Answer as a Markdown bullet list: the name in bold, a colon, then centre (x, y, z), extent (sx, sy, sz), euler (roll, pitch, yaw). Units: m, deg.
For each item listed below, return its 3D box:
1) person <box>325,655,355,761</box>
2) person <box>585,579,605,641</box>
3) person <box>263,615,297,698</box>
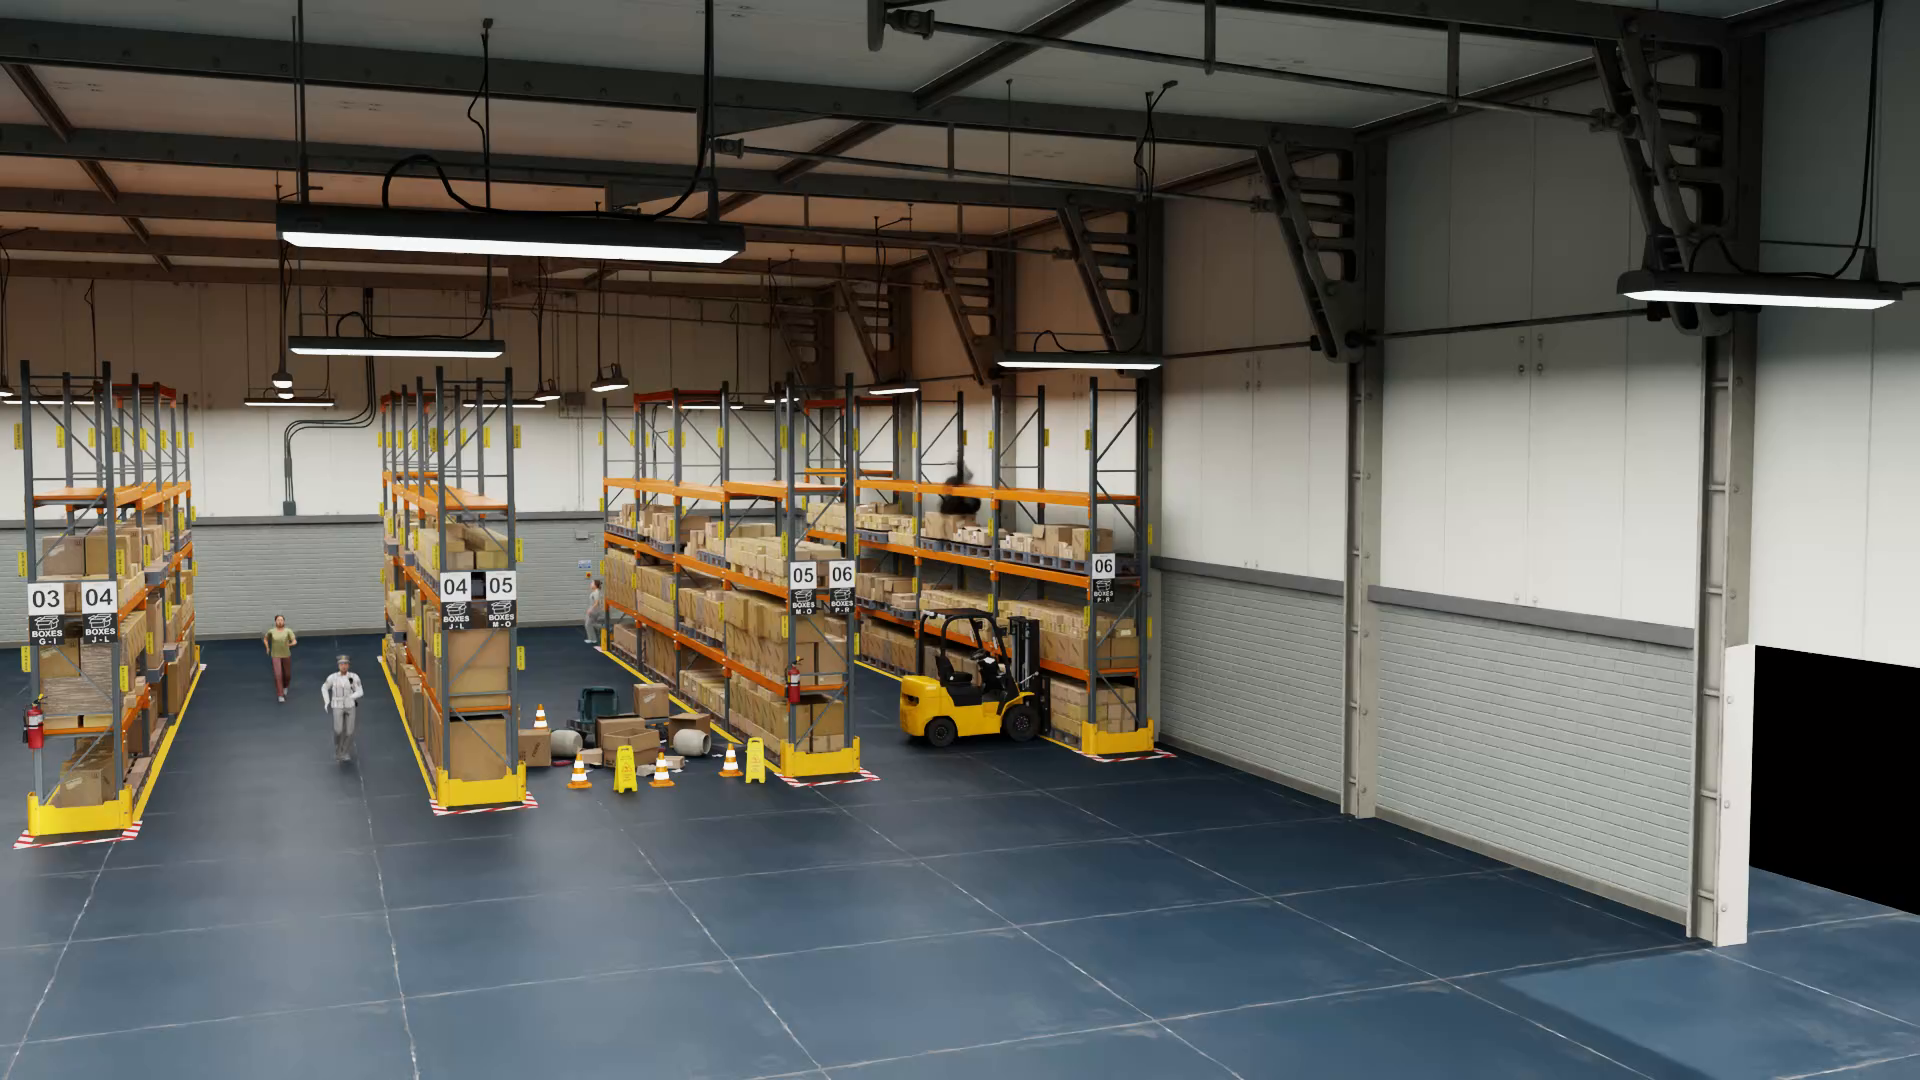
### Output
- **person**: centre (-9.564, 2.609, 25.718), extent (0.475, 1.660, 0.608), euler (-2, 4, -24)
- **person**: centre (-8.957, 1.723, 40.777), extent (0.492, 1.543, 0.595), euler (-1, 4, -12)
- **person**: centre (-13.049, 2.215, 31.935), extent (0.586, 1.583, 0.743), euler (-2, 4, -26)
